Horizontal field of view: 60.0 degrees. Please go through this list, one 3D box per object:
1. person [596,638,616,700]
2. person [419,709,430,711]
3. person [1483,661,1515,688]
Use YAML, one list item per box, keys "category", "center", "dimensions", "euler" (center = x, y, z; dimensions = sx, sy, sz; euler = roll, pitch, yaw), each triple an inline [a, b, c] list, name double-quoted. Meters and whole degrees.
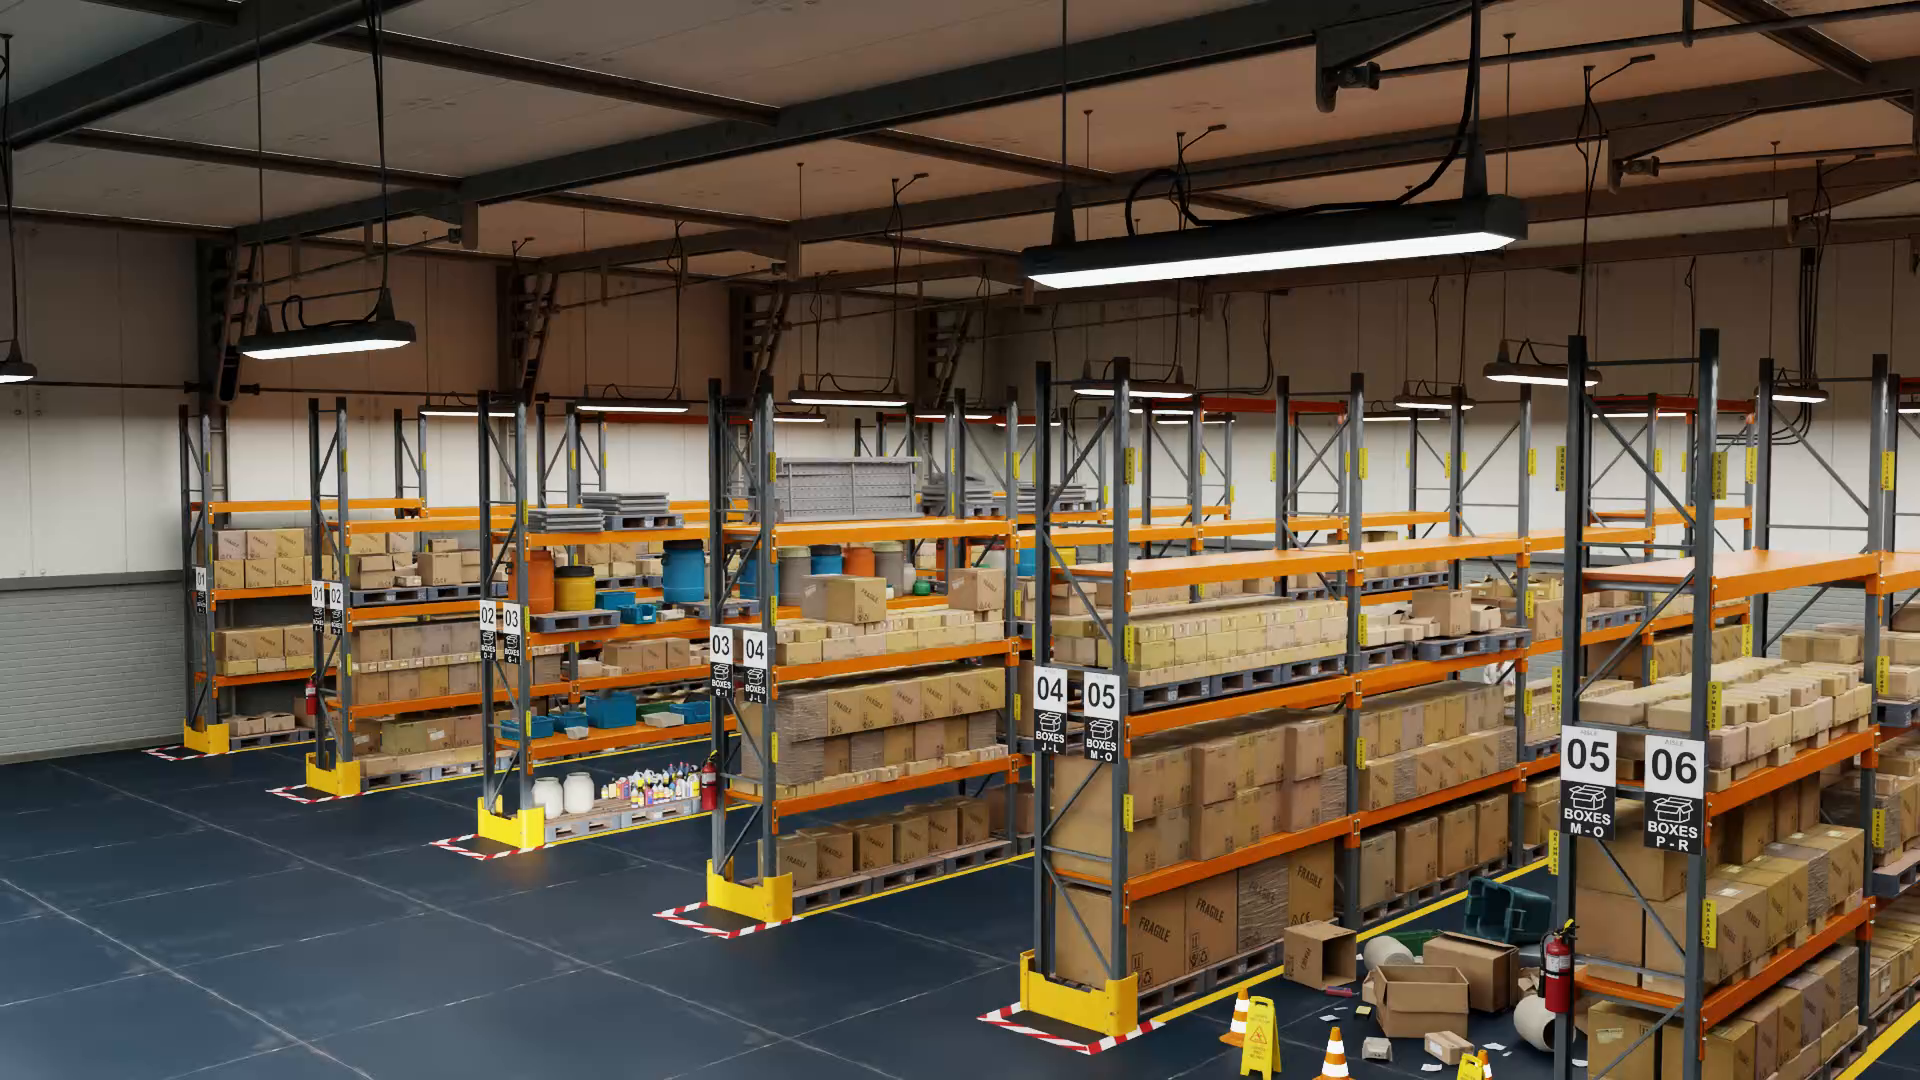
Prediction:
- category: "person"
  center: [-6.733, 2.661, 31.966]
  dimensions: [0.574, 1.673, 0.525]
  euler: [2, 4, 35]
- category: "person"
  center: [-9.008, 2.813, 28.265]
  dimensions: [0.716, 1.753, 0.717]
  euler: [-3, 4, -44]
- category: "person"
  center: [9.419, 2.776, 28.943]
  dimensions: [0.704, 1.793, 0.752]
  euler: [2, 3, 28]
